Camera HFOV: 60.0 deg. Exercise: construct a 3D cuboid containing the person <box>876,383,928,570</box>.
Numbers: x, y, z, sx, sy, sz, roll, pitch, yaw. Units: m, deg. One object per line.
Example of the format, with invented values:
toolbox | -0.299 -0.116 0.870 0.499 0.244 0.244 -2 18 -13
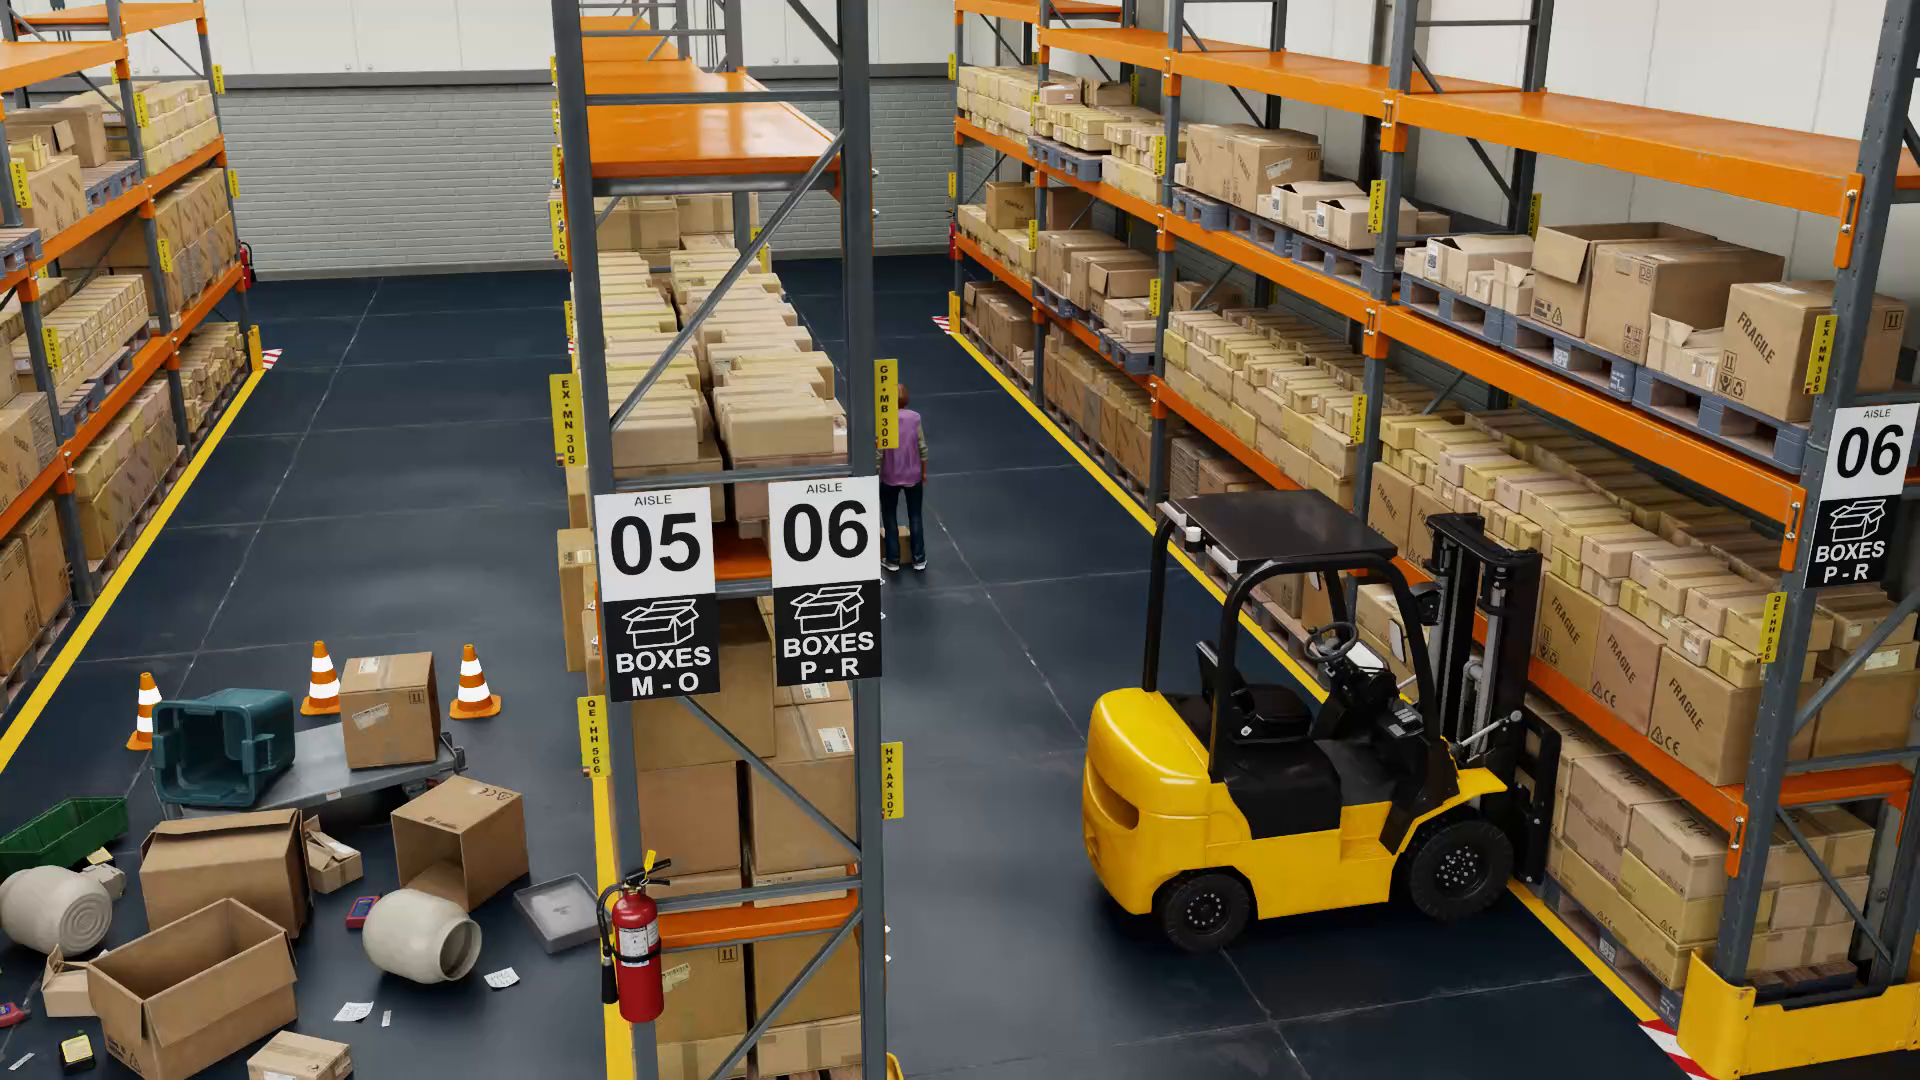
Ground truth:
person | -0.494 -0.511 13.749 0.461 1.593 0.365 -4 20 -12
